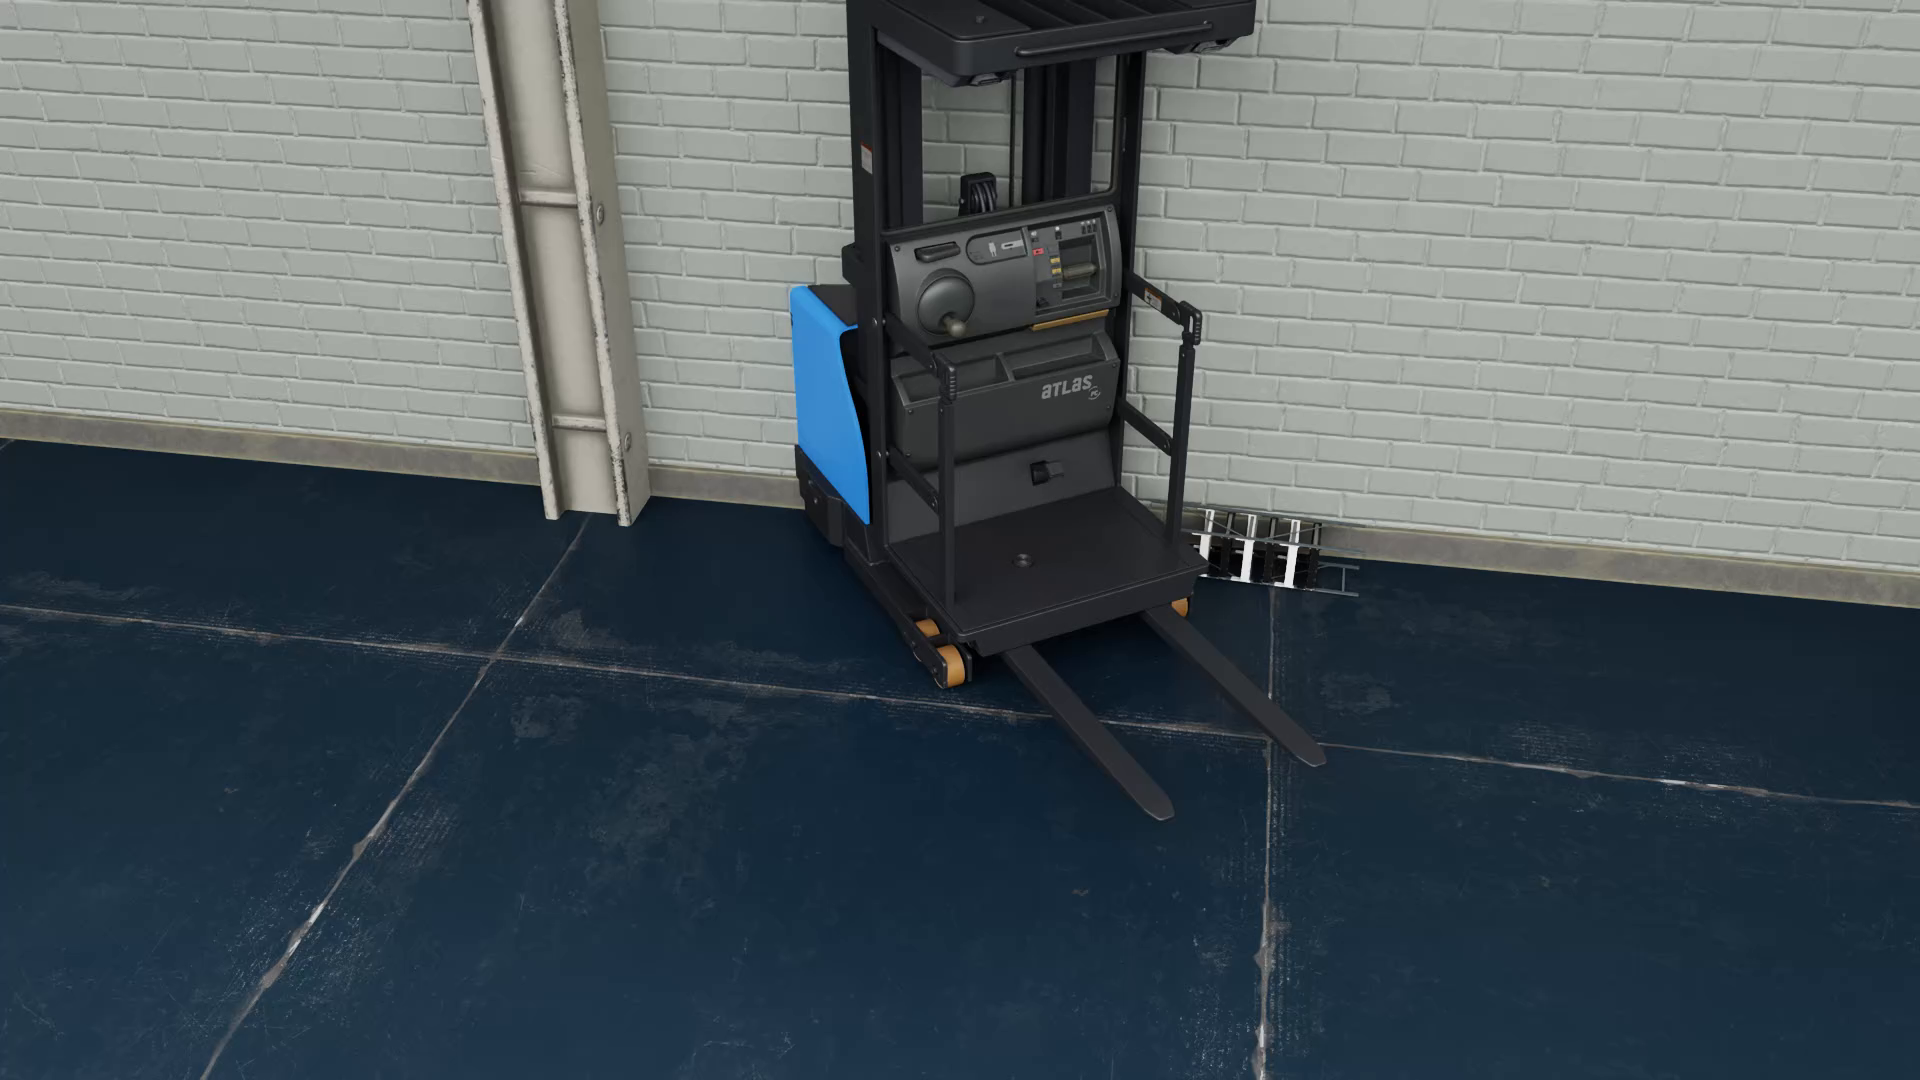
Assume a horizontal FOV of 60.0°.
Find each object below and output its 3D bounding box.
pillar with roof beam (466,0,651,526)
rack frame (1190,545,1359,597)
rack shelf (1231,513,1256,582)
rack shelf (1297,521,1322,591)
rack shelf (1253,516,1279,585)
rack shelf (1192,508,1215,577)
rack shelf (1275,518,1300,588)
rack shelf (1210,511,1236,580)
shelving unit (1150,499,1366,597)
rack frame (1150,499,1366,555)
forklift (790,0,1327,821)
[{"bbox_3d":[-2.350,-1.721,1.519,0.400,9.000,9.100,5,32,8],"label":"pillar with roof beam"},{"bbox_3d":[1.230,0.117,7.042,0.900,0.006,0.240,7,31,10],"label":"rack frame"},{"bbox_3d":[1.199,0.025,6.997,0.077,0.200,0.258,7,31,10],"label":"rack shelf"},{"bbox_3d":[1.463,0.059,6.948,0.077,0.200,0.258,7,31,10],"label":"rack shelf"},{"bbox_3d":[1.287,0.037,6.980,0.077,0.200,0.258,7,31,10],"label":"rack shelf"},{"bbox_3d":[1.024,0.003,7.029,0.077,0.200,0.258,7,31,10],"label":"rack shelf"},{"bbox_3d":[1.375,0.048,6.964,0.077,0.200,0.258,7,31,10],"label":"rack shelf"},{"bbox_3d":[1.112,0.014,7.013,0.077,0.200,0.258,7,31,10],"label":"rack shelf"},{"bbox_3d":[1.232,0.030,6.991,0.900,0.210,0.258,7,31,10],"label":"shelving unit"},{"bbox_3d":[1.233,-0.058,6.939,0.900,0.006,0.240,7,31,10],"label":"rack frame"},{"bbox_3d":[0.277,-0.944,5.996,1.130,2.935,3.031,-15,35,-22],"label":"forklift"}]
